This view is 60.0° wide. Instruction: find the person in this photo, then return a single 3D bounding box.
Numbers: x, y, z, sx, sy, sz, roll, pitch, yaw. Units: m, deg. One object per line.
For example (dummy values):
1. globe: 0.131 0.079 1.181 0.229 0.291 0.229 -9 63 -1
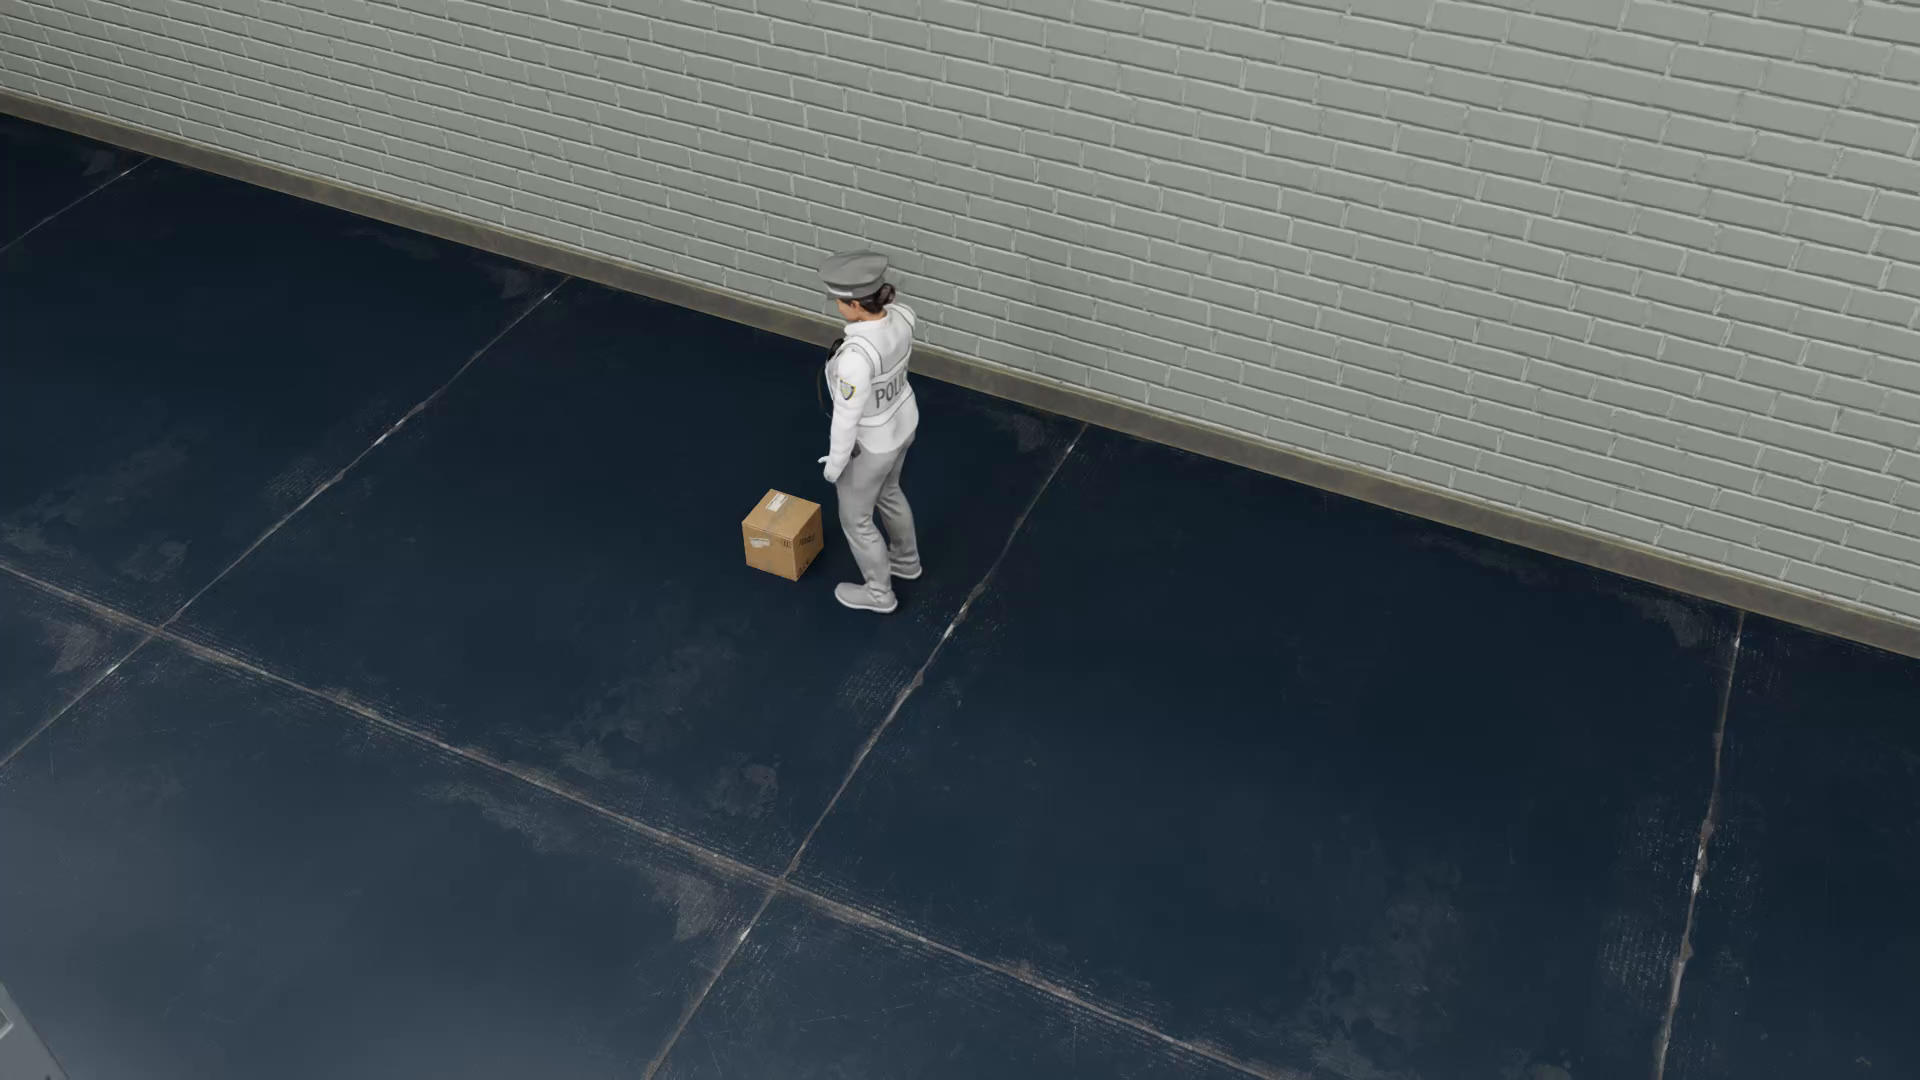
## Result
1. person: -0.353 -0.395 6.603 0.327 1.660 0.474 18 45 19
